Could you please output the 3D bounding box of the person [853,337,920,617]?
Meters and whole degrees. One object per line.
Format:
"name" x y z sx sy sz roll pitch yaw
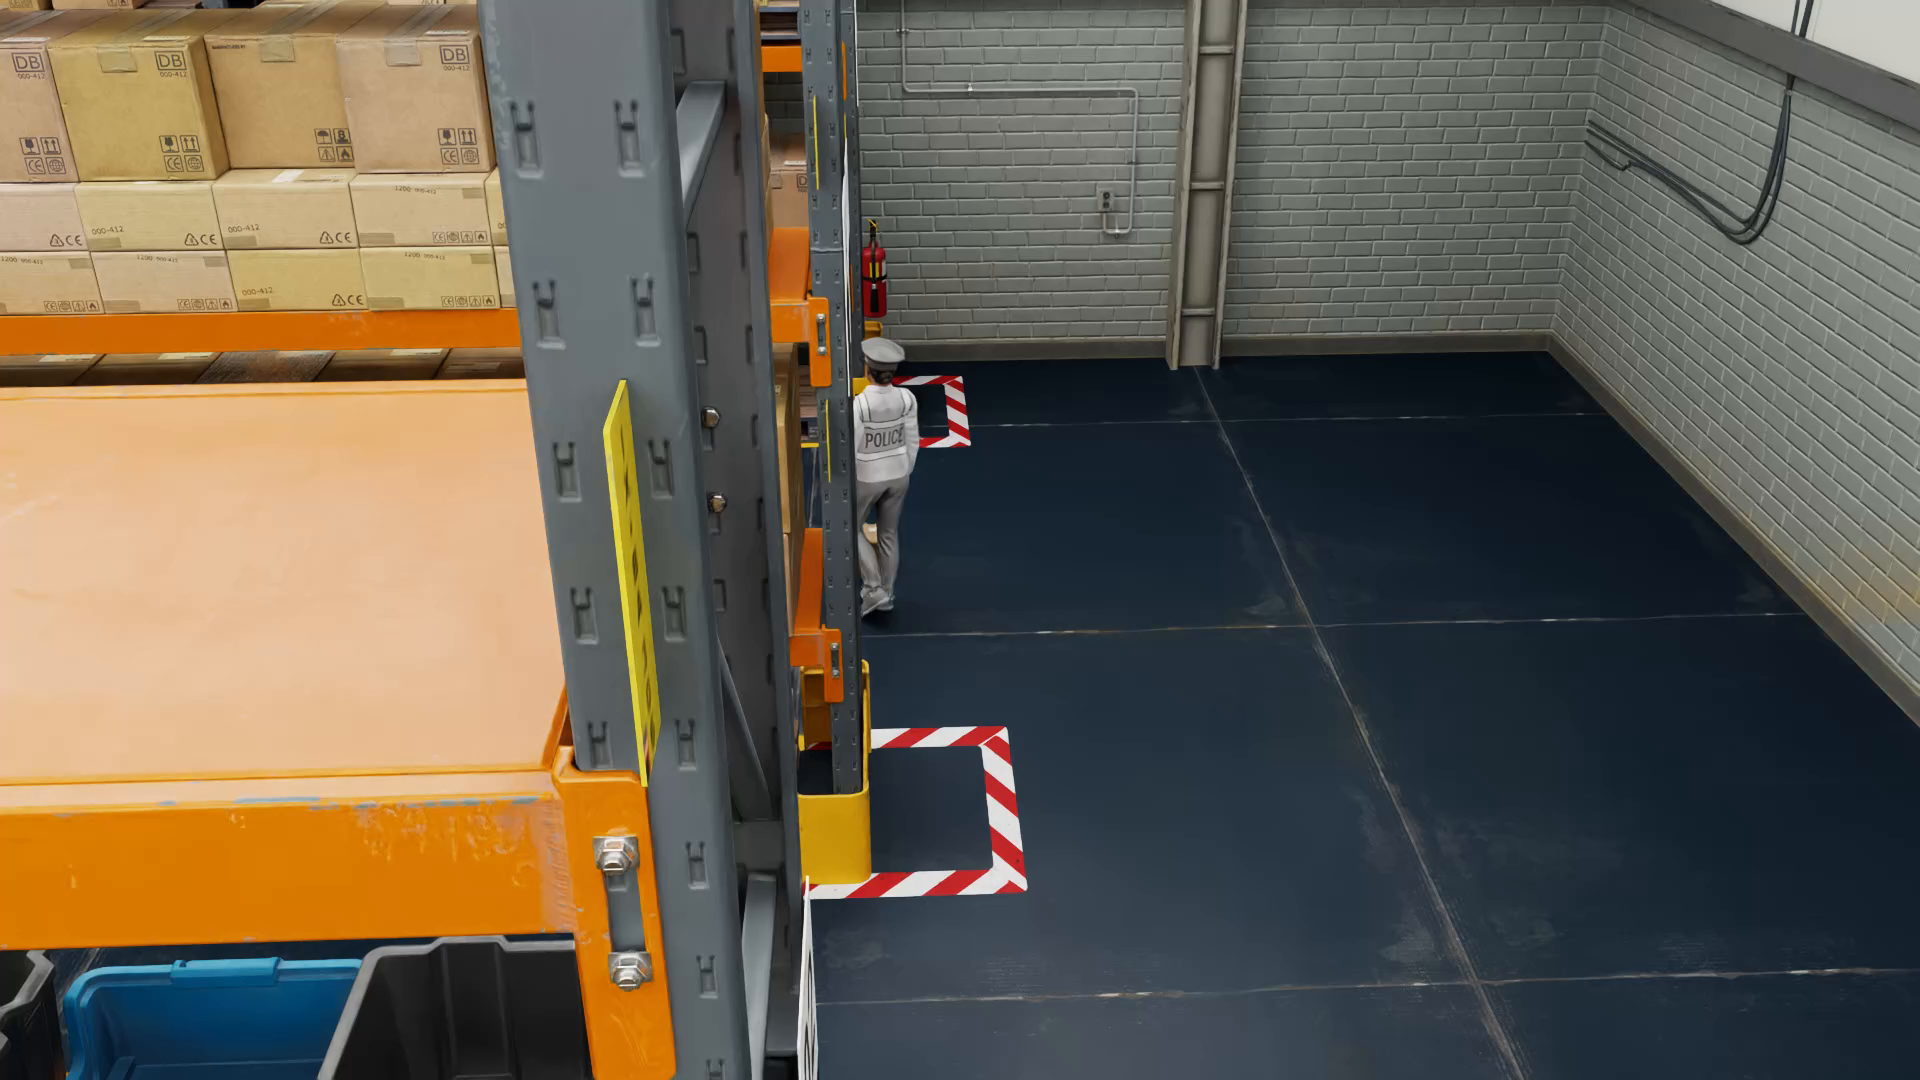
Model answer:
"person" -0.477 -0.330 9.572 0.517 1.692 0.389 -13 31 -24
